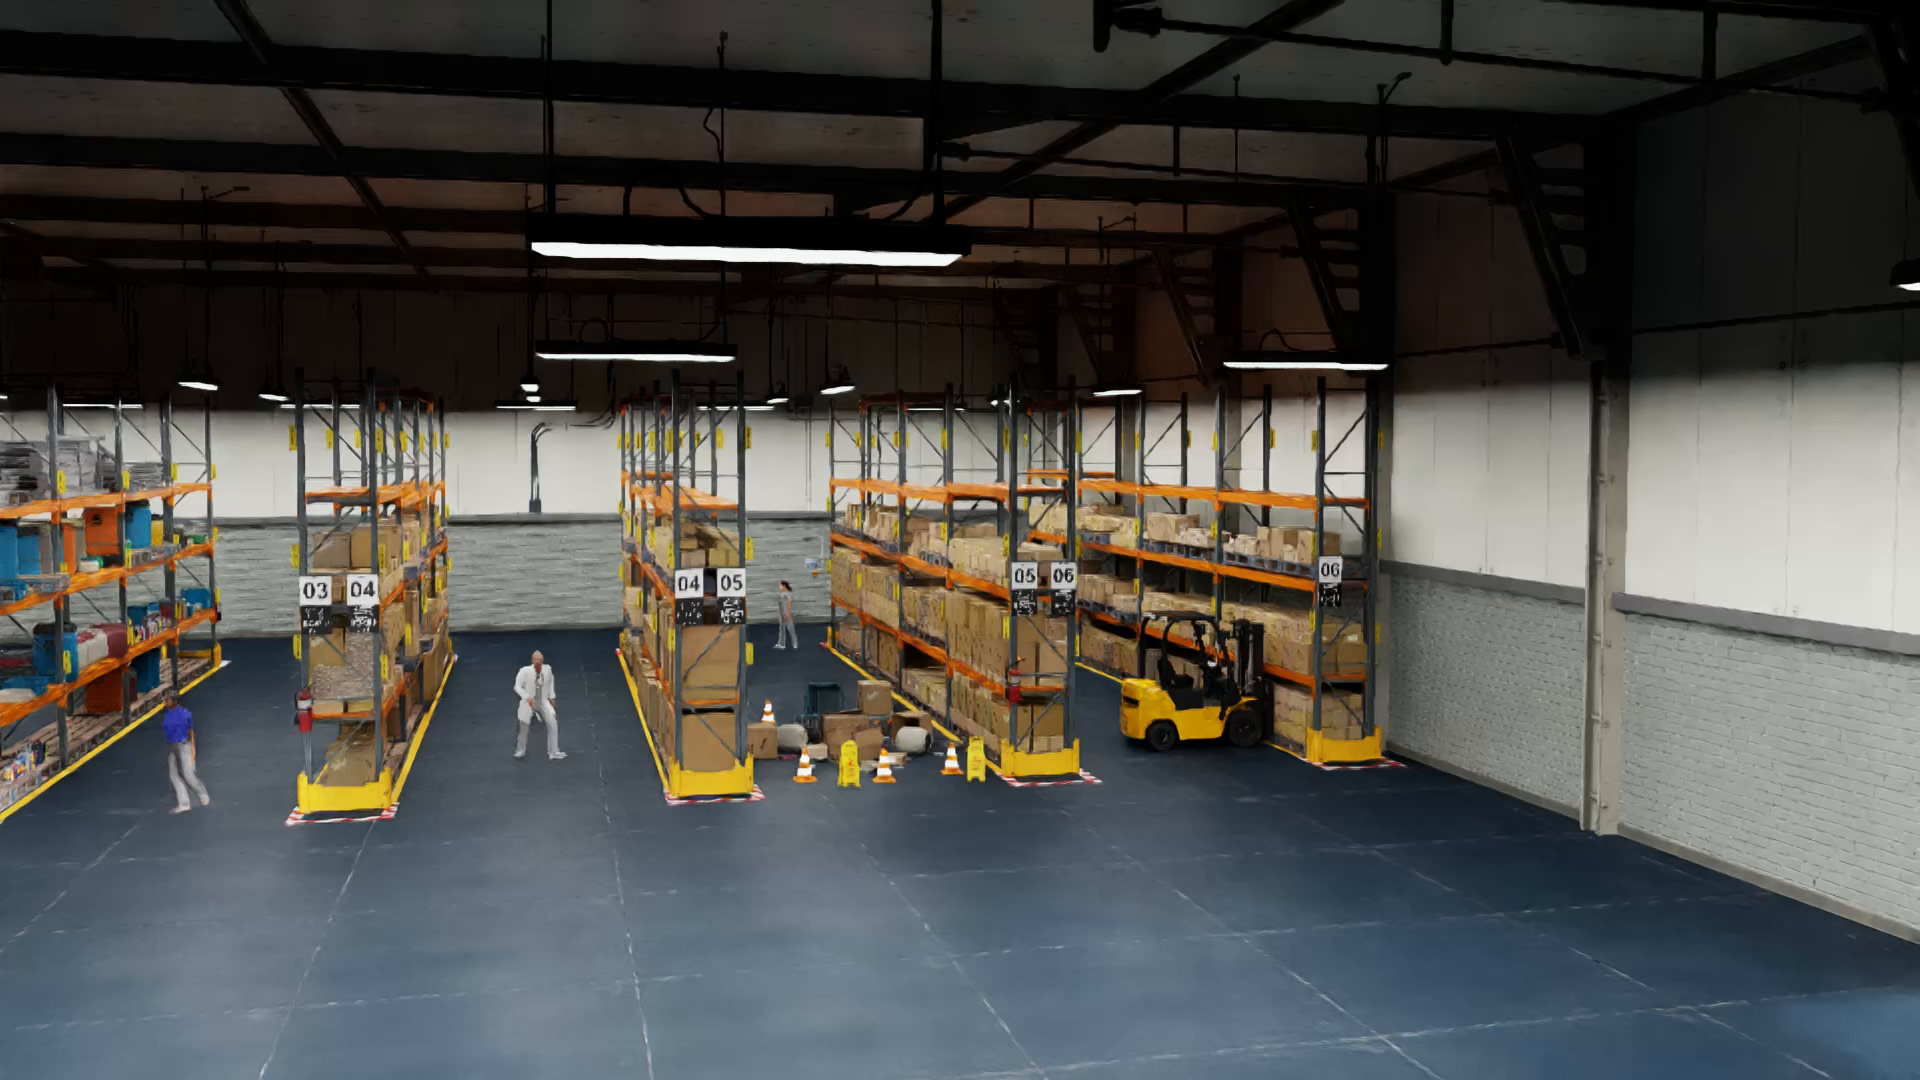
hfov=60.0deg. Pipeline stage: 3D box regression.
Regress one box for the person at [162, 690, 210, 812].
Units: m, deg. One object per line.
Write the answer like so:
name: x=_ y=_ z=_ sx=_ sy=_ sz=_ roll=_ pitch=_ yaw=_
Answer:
person: x=-10.480 y=2.839 z=22.539 sx=0.520 sy=1.644 sz=0.523 roll=1 pitch=4 yaw=22

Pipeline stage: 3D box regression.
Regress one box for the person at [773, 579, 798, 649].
person: x=-4.171 y=1.783 z=40.002 sx=0.537 sy=1.673 sz=0.569 roll=-2 pitch=4 yaw=-29

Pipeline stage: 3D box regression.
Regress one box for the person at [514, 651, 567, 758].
person: x=-6.663 y=2.576 z=26.130 sx=0.736 sy=1.715 sz=0.896 roll=-2 pitch=4 yaw=-30
